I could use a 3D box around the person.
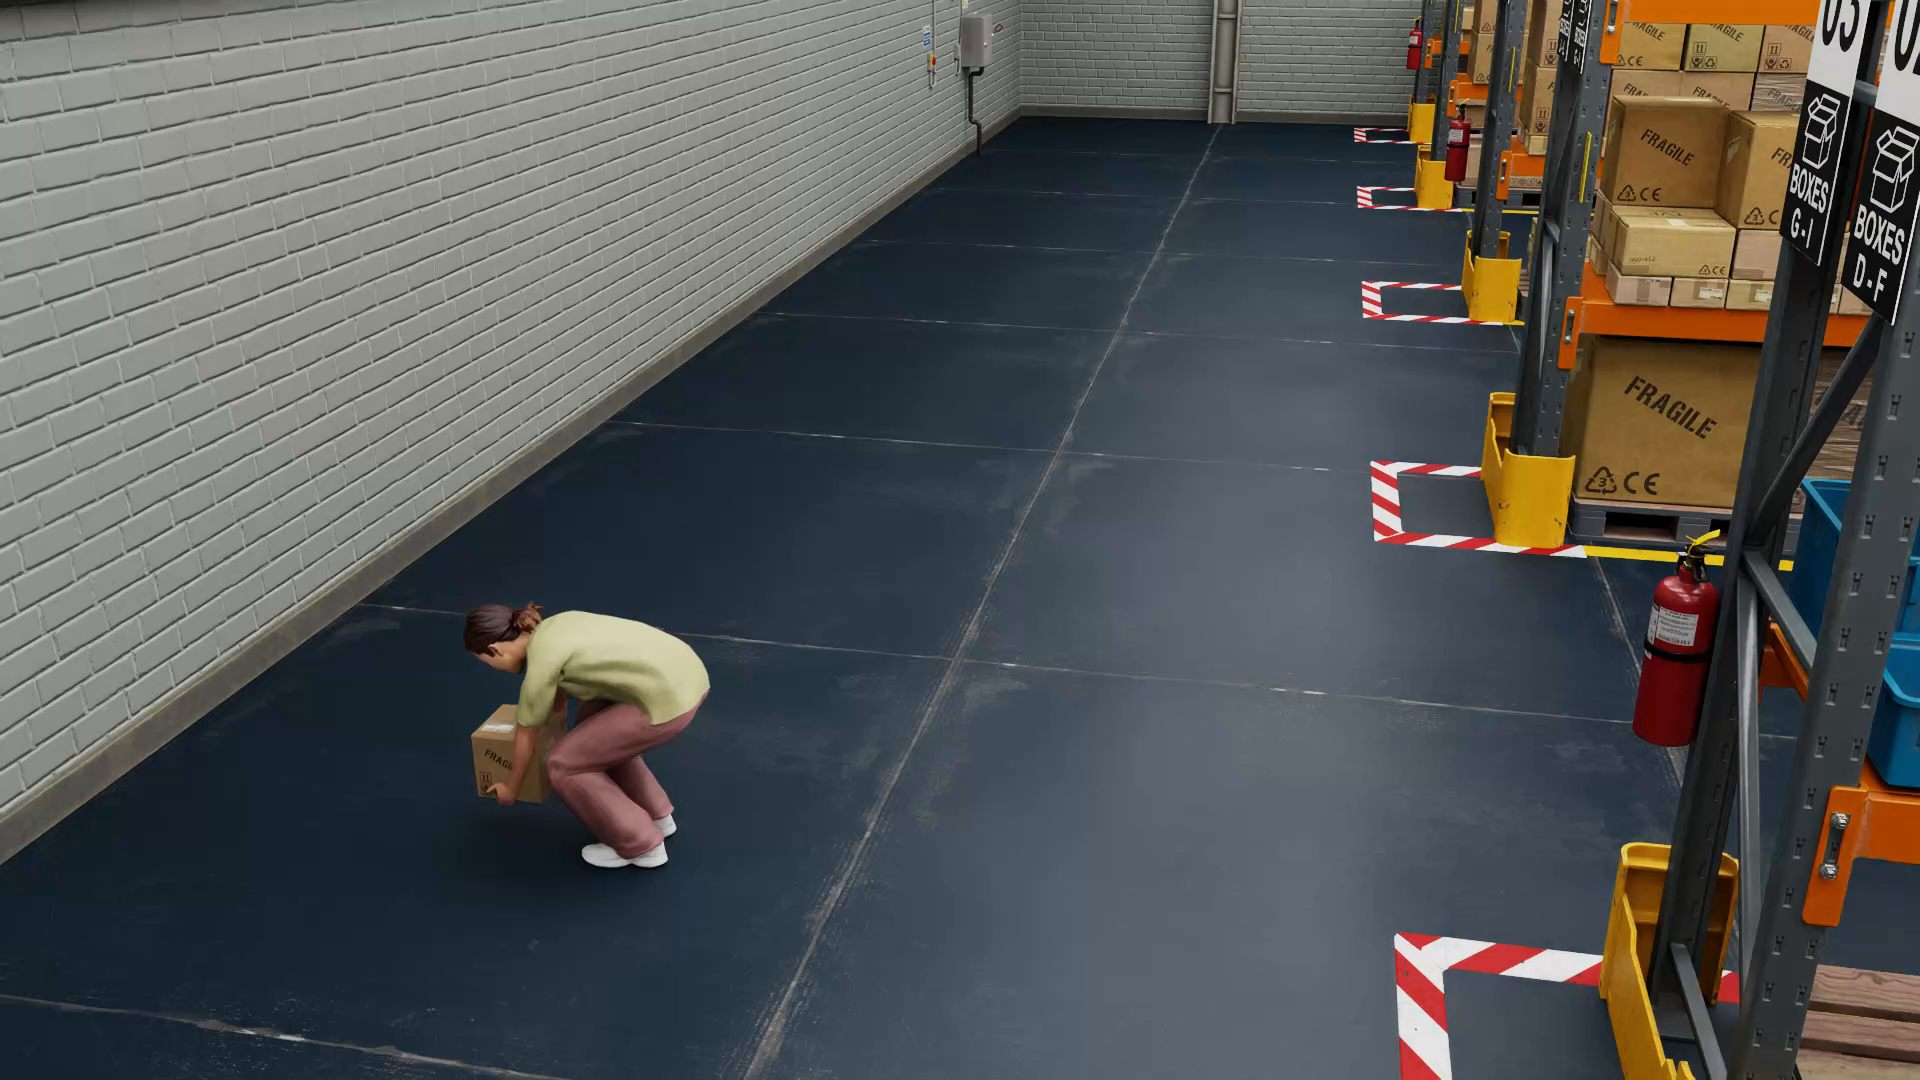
[{"bbox_3d":[-1.312,0.663,5.901,0.852,0.950,0.469,4,22,9],"label":"person"}]
